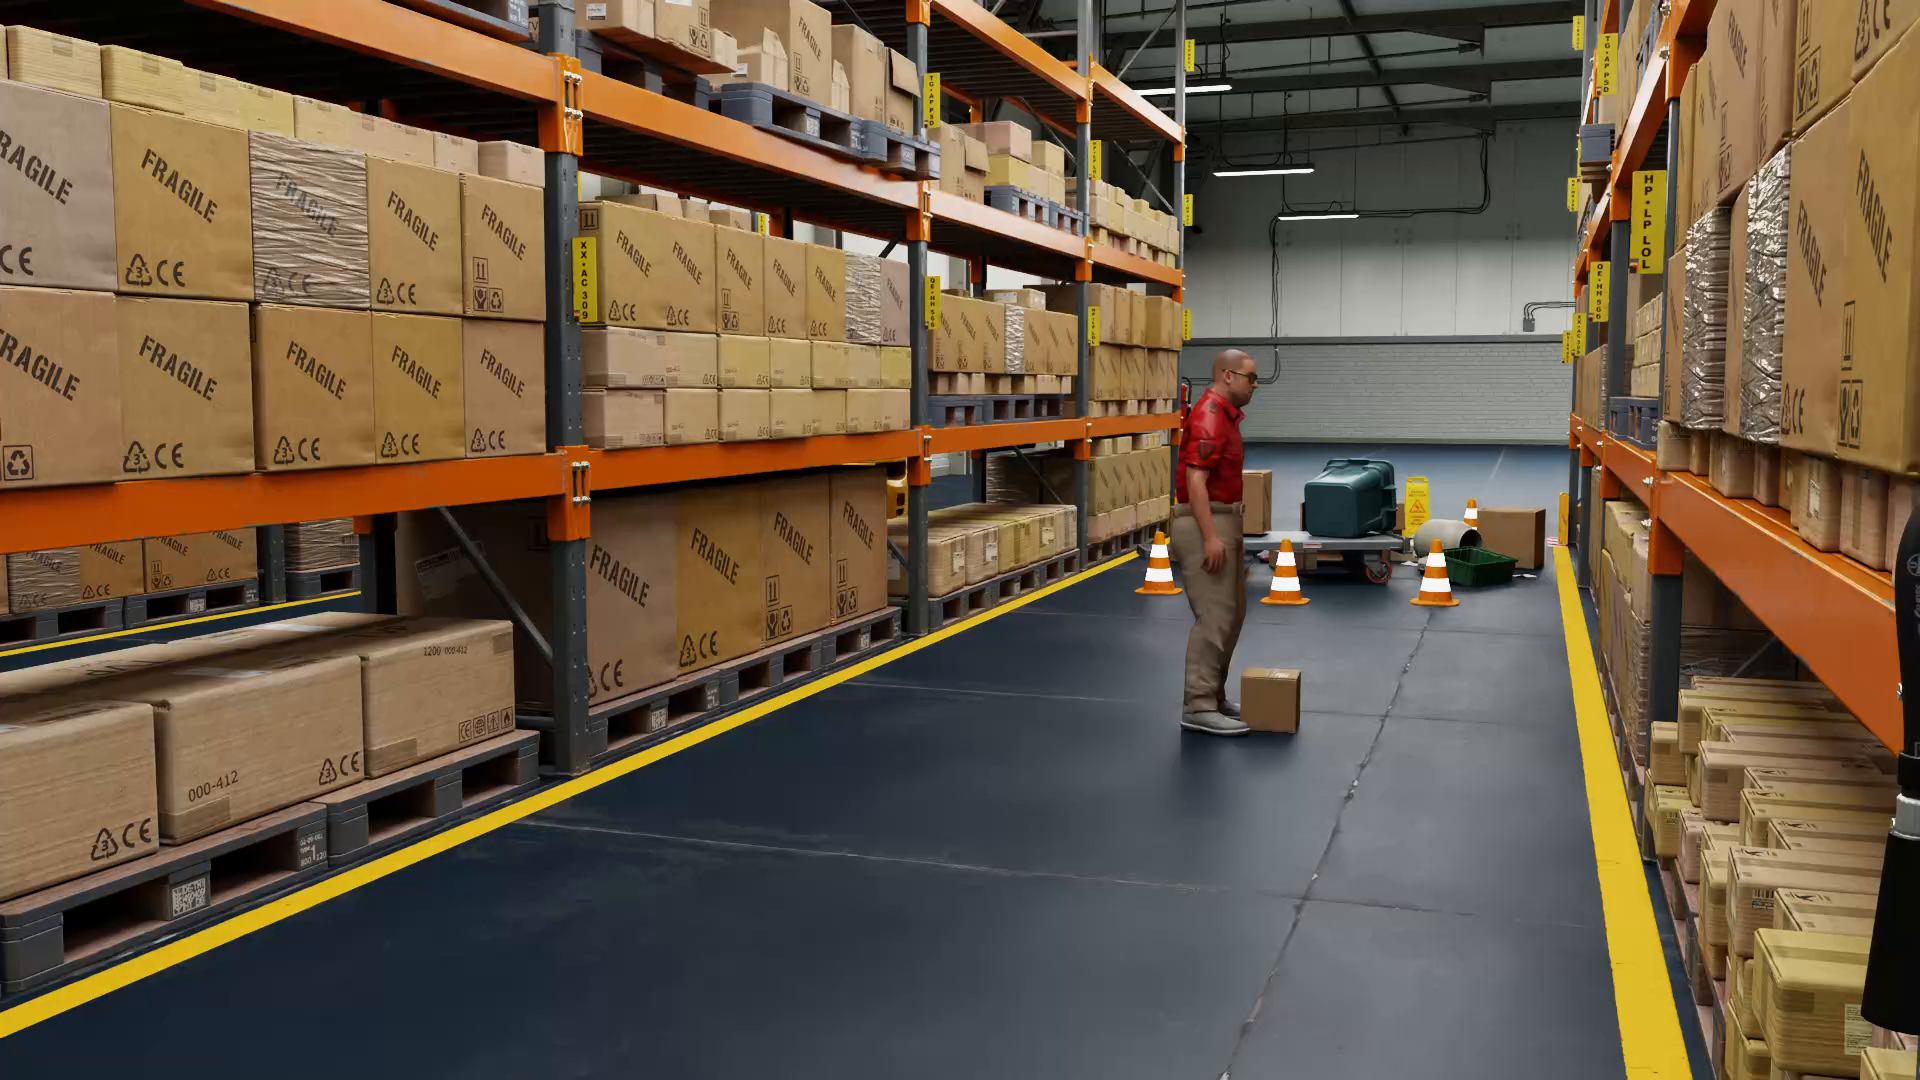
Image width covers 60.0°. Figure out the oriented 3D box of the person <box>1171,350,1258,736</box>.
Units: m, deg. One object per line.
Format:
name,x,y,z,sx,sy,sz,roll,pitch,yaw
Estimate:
person,1.186,-0.008,7.651,0.395,1.727,0.586,2,5,19
